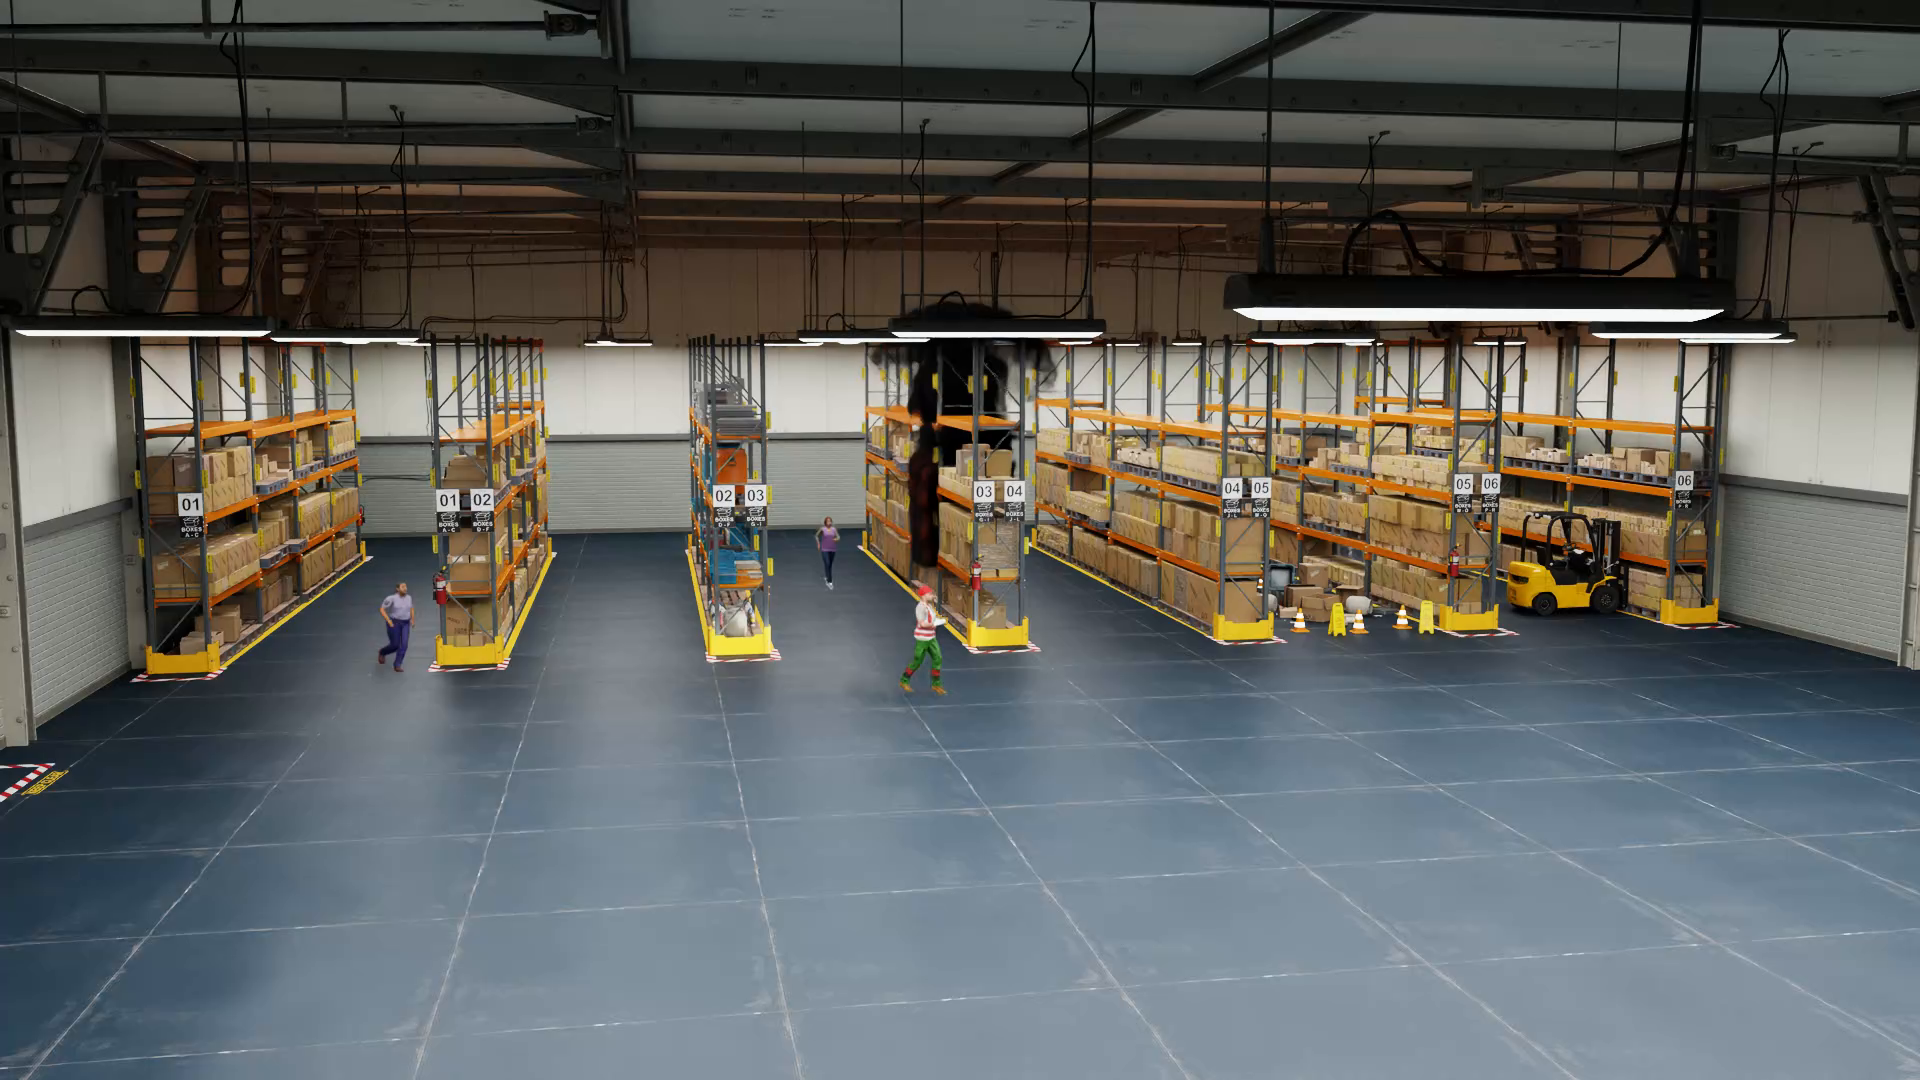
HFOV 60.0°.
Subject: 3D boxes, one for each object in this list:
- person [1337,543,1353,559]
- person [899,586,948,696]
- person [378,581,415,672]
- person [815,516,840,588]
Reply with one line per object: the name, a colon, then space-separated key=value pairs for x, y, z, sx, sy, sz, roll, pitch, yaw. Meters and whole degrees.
person: x=10.317 y=-0.222 z=44.835 sx=0.568 sy=1.587 sz=0.853 roll=-2 pitch=7 yaw=-19
person: x=-0.610 y=1.671 z=27.543 sx=0.836 sy=1.846 sz=0.661 roll=2 pitch=7 yaw=21
person: x=-10.034 y=1.533 z=29.802 sx=0.666 sy=1.582 sz=0.653 roll=6 pitch=9 yaw=43
person: x=-3.000 y=0.269 z=37.977 sx=0.531 sy=1.615 sz=0.819 roll=-3 pitch=7 yaw=-21
